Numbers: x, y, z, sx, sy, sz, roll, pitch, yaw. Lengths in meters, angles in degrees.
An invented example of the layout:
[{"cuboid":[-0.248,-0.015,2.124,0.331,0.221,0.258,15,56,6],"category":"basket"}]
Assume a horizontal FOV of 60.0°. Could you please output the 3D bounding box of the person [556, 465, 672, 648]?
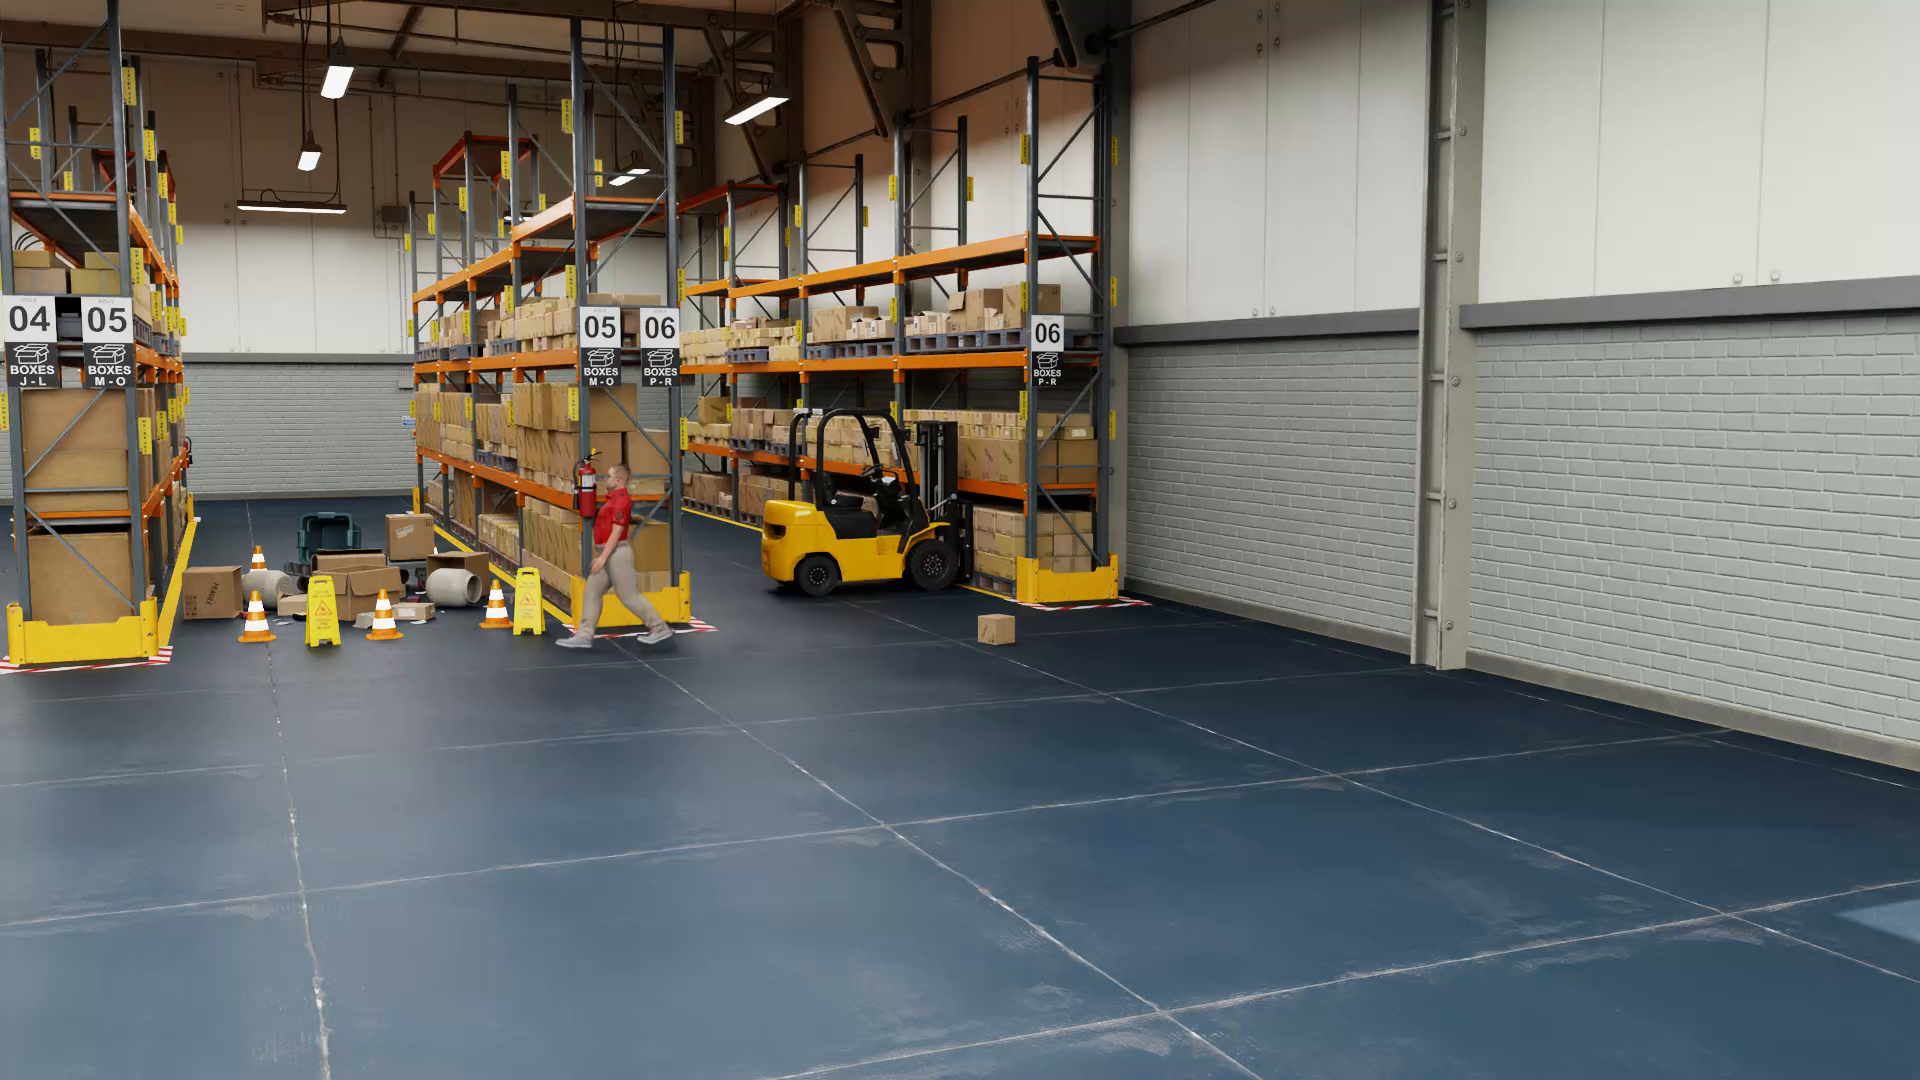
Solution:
[{"cuboid":[-3.168,0.159,15.164,1.033,1.674,0.540,-2,6,-19],"category":"person"}]
